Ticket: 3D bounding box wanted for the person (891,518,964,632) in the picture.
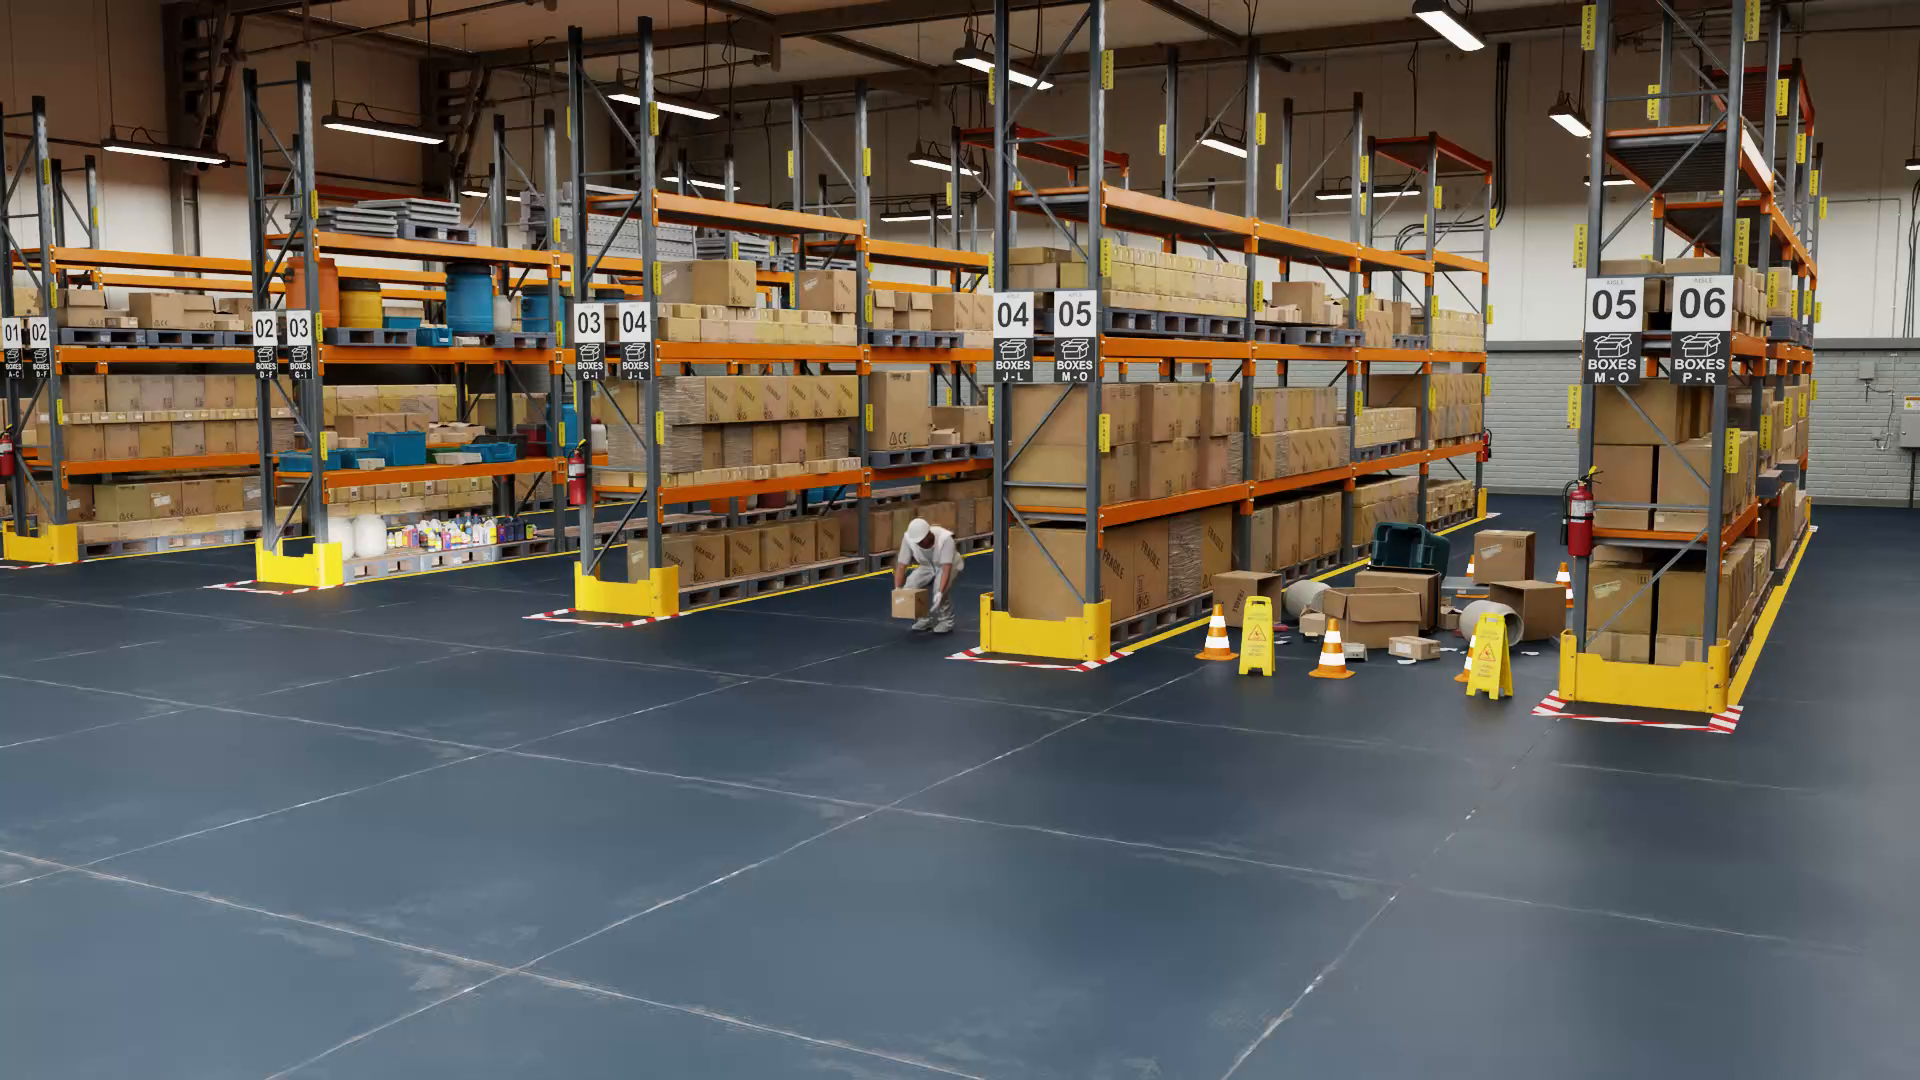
[{"bbox_3d":[-0.251,0.326,16.003,0.589,1.133,0.861,3,7,28],"label":"person"}]
